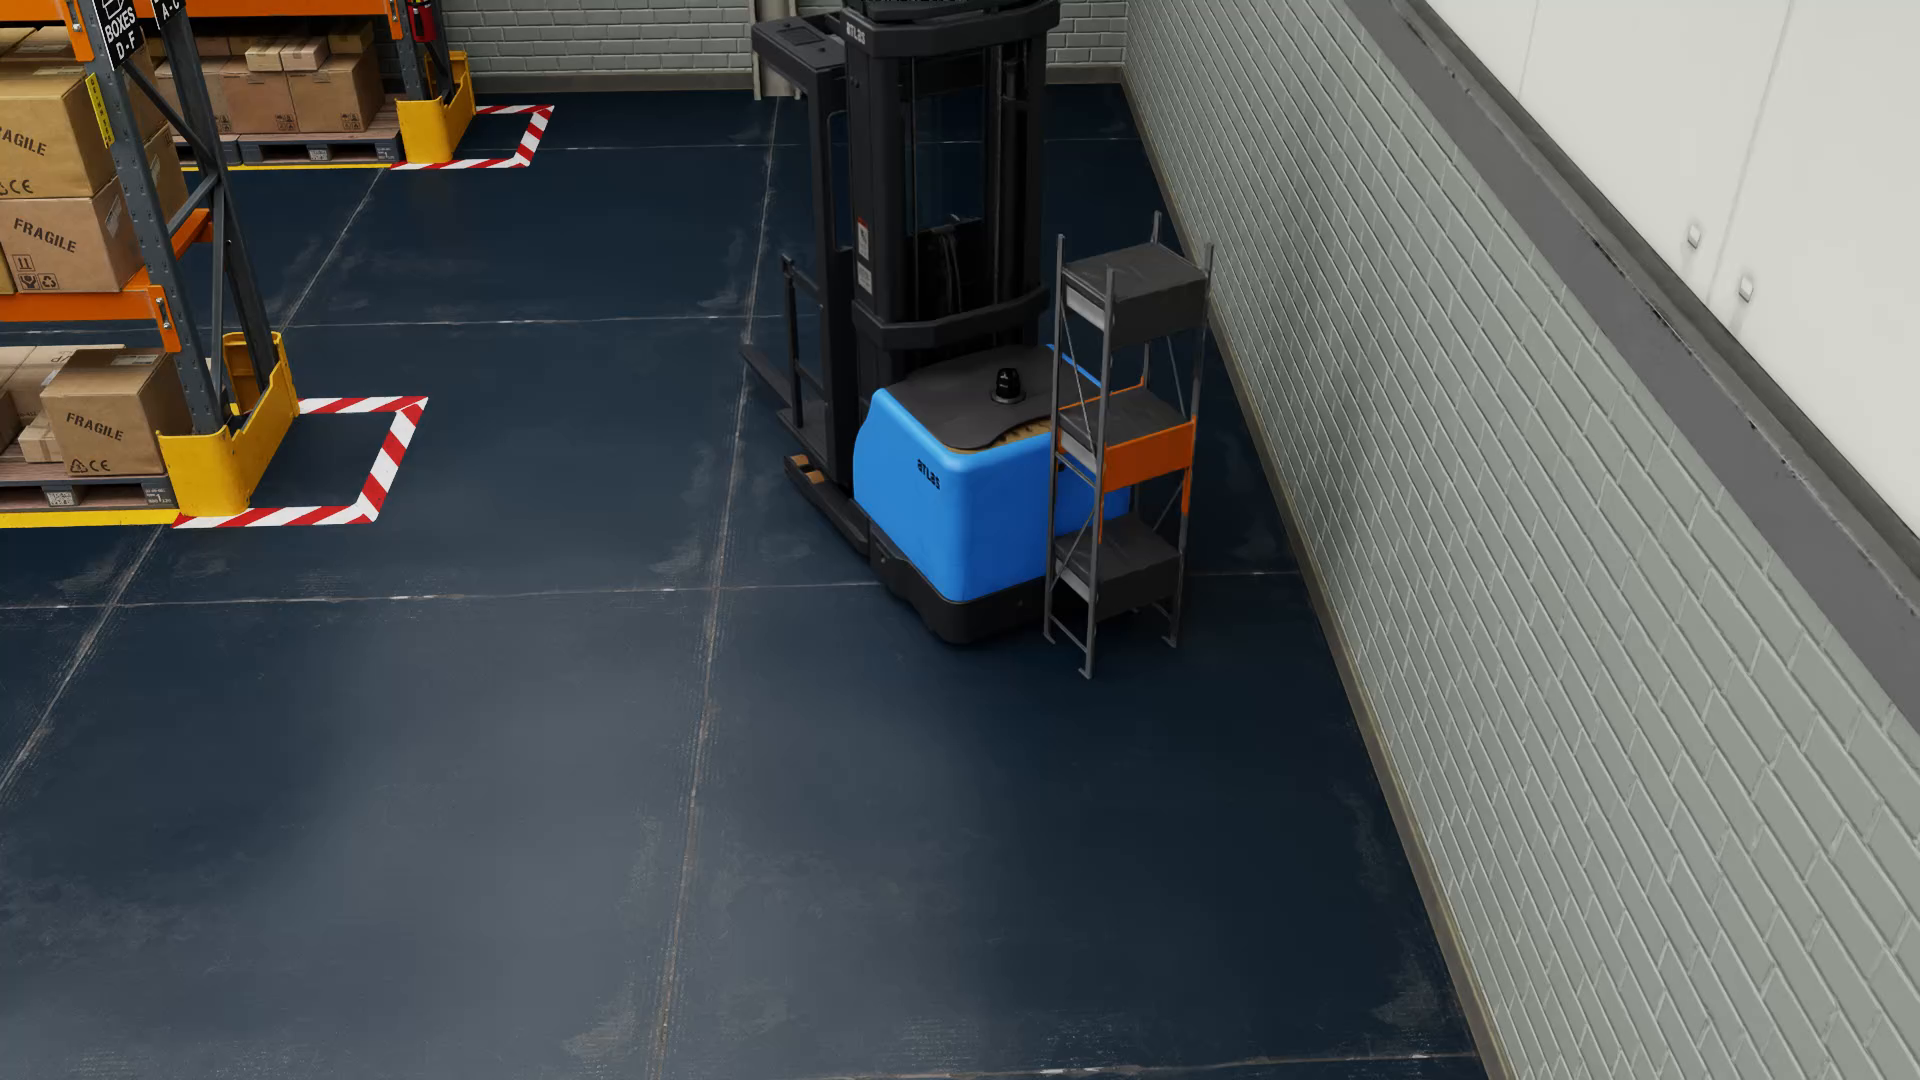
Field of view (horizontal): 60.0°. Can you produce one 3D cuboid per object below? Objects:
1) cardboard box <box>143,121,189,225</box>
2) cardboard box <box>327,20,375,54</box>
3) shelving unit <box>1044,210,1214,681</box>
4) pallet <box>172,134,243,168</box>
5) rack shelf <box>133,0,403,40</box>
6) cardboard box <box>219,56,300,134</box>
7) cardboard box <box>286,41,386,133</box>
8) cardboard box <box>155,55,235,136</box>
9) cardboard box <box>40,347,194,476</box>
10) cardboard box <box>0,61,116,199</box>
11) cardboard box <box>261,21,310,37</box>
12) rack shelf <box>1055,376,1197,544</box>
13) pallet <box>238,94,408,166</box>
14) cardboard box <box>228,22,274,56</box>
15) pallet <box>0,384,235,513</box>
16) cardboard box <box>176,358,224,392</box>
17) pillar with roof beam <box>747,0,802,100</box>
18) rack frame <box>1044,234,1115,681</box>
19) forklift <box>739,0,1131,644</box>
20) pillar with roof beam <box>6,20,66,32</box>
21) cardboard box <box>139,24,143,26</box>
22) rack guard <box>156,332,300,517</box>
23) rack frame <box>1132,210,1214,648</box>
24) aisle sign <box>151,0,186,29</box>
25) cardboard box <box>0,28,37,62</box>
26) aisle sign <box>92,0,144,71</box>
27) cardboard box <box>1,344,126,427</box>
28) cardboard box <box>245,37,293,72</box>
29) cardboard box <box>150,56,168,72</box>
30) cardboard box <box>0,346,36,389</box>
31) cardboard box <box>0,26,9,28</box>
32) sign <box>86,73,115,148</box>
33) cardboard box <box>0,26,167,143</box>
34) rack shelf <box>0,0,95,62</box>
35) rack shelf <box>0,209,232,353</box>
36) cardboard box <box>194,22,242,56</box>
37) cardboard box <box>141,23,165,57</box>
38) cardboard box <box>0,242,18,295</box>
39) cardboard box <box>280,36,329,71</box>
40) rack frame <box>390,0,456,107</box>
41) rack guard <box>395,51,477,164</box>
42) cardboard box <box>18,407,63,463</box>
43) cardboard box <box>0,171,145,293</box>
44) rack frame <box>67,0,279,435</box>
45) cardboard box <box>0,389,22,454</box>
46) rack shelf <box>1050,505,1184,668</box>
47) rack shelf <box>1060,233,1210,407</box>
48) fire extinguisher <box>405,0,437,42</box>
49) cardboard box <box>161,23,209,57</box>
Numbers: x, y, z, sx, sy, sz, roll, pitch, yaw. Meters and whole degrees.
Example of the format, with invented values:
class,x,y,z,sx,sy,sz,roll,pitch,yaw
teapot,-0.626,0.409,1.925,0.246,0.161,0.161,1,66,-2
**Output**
class,x,y,z,sx,sy,sz,roll,pitch,yaw
cardboard box,-4.433,-1.872,8.731,0.500,0.500,0.500,-1,35,-1
cardboard box,-4.795,-3.962,13.096,0.250,0.149,0.380,-1,35,-2
shelving unit,0.723,-0.373,7.444,0.503,2.100,0.431,-18,39,-24
pallet,-6.227,-3.265,13.282,1.213,0.211,1.003,-2,35,-2
rack shelf,-6.214,-4.159,12.756,4.000,0.370,1.077,-2,35,-2
cardboard box,-5.410,-3.564,13.092,0.500,0.500,0.700,-2,35,-2
cardboard box,-4.910,-3.578,13.111,0.500,0.500,0.700,-2,35,-2
cardboard box,-5.913,-3.550,13.072,0.500,0.500,0.700,-3,35,-4
cardboard box,-4.509,-0.691,8.923,0.500,0.500,0.500,-2,35,-2
cardboard box,-4.409,-1.977,8.004,0.500,0.500,0.500,-2,35,-3
cardboard box,-5.301,-3.947,13.076,0.250,0.149,0.380,-1,35,-2
rack shelf,0.723,-0.362,7.452,0.480,0.518,0.431,-18,39,-24
pallet,-5.011,-3.296,13.327,1.213,0.211,1.003,-2,35,-2
cardboard box,-5.551,-3.941,13.066,0.250,0.149,0.380,-1,35,-2
pallet,-4.850,-0.522,9.319,1.213,0.211,1.003,-2,35,-2
cardboard box,-4.412,-0.886,9.512,0.250,0.149,0.380,-2,35,-2
pillar with roof beam,-1.356,-5.093,8.201,0.400,9.000,9.100,-2,35,-2
rack frame,0.512,-0.304,7.345,0.015,2.100,0.400,-18,39,-24
forklift,-0.314,-1.529,8.384,1.130,2.935,3.031,-17,38,-23
pillar with roof beam,-7.349,-4.931,7.968,0.400,9.000,9.100,-2,35,-2
cardboard box,-6.572,-3.912,13.025,0.250,0.149,0.380,-1,35,-2
rack guard,-4.054,-0.663,9.269,0.348,0.500,1.175,-2,35,-2
rack frame,0.935,-0.442,7.544,0.015,2.100,0.400,-18,39,-24
aisle sign,-3.924,-2.931,8.064,0.004,0.787,0.394,-2,35,-2
cardboard box,-4.955,-2.265,8.420,0.500,0.500,0.500,-1,35,-2
aisle sign,-3.895,-2.590,7.572,0.004,0.787,0.394,-2,35,-2
cardboard box,-5.034,-0.876,9.410,0.500,0.250,0.500,-2,35,-2
cardboard box,-5.285,-3.730,12.762,0.250,0.149,0.380,-1,35,-1
cardboard box,-6.445,-3.532,13.045,0.500,0.500,0.700,-1,35,-1
cardboard box,-5.533,-0.863,9.391,0.500,0.250,0.500,-2,35,-2
cardboard box,-7.614,-3.883,12.983,0.250,0.149,0.380,-2,35,-3
sign,-3.972,-1.983,7.684,0.005,0.325,0.100,-2,35,-2
cardboard box,-4.433,-2.283,8.447,0.500,0.500,0.500,-1,35,-1
rack shelf,-5.976,-2.577,7.834,4.000,0.370,1.077,-2,35,-2
rack shelf,-5.976,-1.343,8.687,4.000,0.370,1.077,-2,35,-2
cardboard box,-5.805,-3.934,13.056,0.250,0.149,0.380,-1,35,-2
cardboard box,-6.314,-3.920,13.036,0.250,0.149,0.380,-2,35,-3
cardboard box,-4.930,-1.551,8.268,0.500,0.500,0.500,-1,35,-2
cardboard box,-5.030,-3.737,12.772,0.250,0.149,0.380,-2,35,-3
rack frame,-4.216,-4.509,12.629,0.127,3.000,1.000,-2,35,-2
rack guard,-4.192,-3.481,13.341,0.348,0.500,1.175,-2,35,-2
cardboard box,-4.918,-0.594,9.076,0.250,0.166,0.380,-2,35,-2
cardboard box,-4.412,-1.567,8.291,0.500,0.500,0.500,-1,35,-1
rack frame,-3.978,-1.693,8.560,0.127,3.000,1.000,-2,35,-2
cardboard box,-5.460,-0.580,8.982,0.500,0.250,0.500,-2,35,-2
rack shelf,0.723,0.214,7.850,0.480,0.518,0.431,-18,39,-24
rack shelf,0.723,-0.938,7.054,0.480,0.518,0.431,-18,39,-24
fire extinguisher,-4.044,-4.065,12.384,0.183,0.674,0.296,-2,35,-2
cardboard box,-6.061,-3.926,13.045,0.250,0.149,0.380,-1,35,-2
